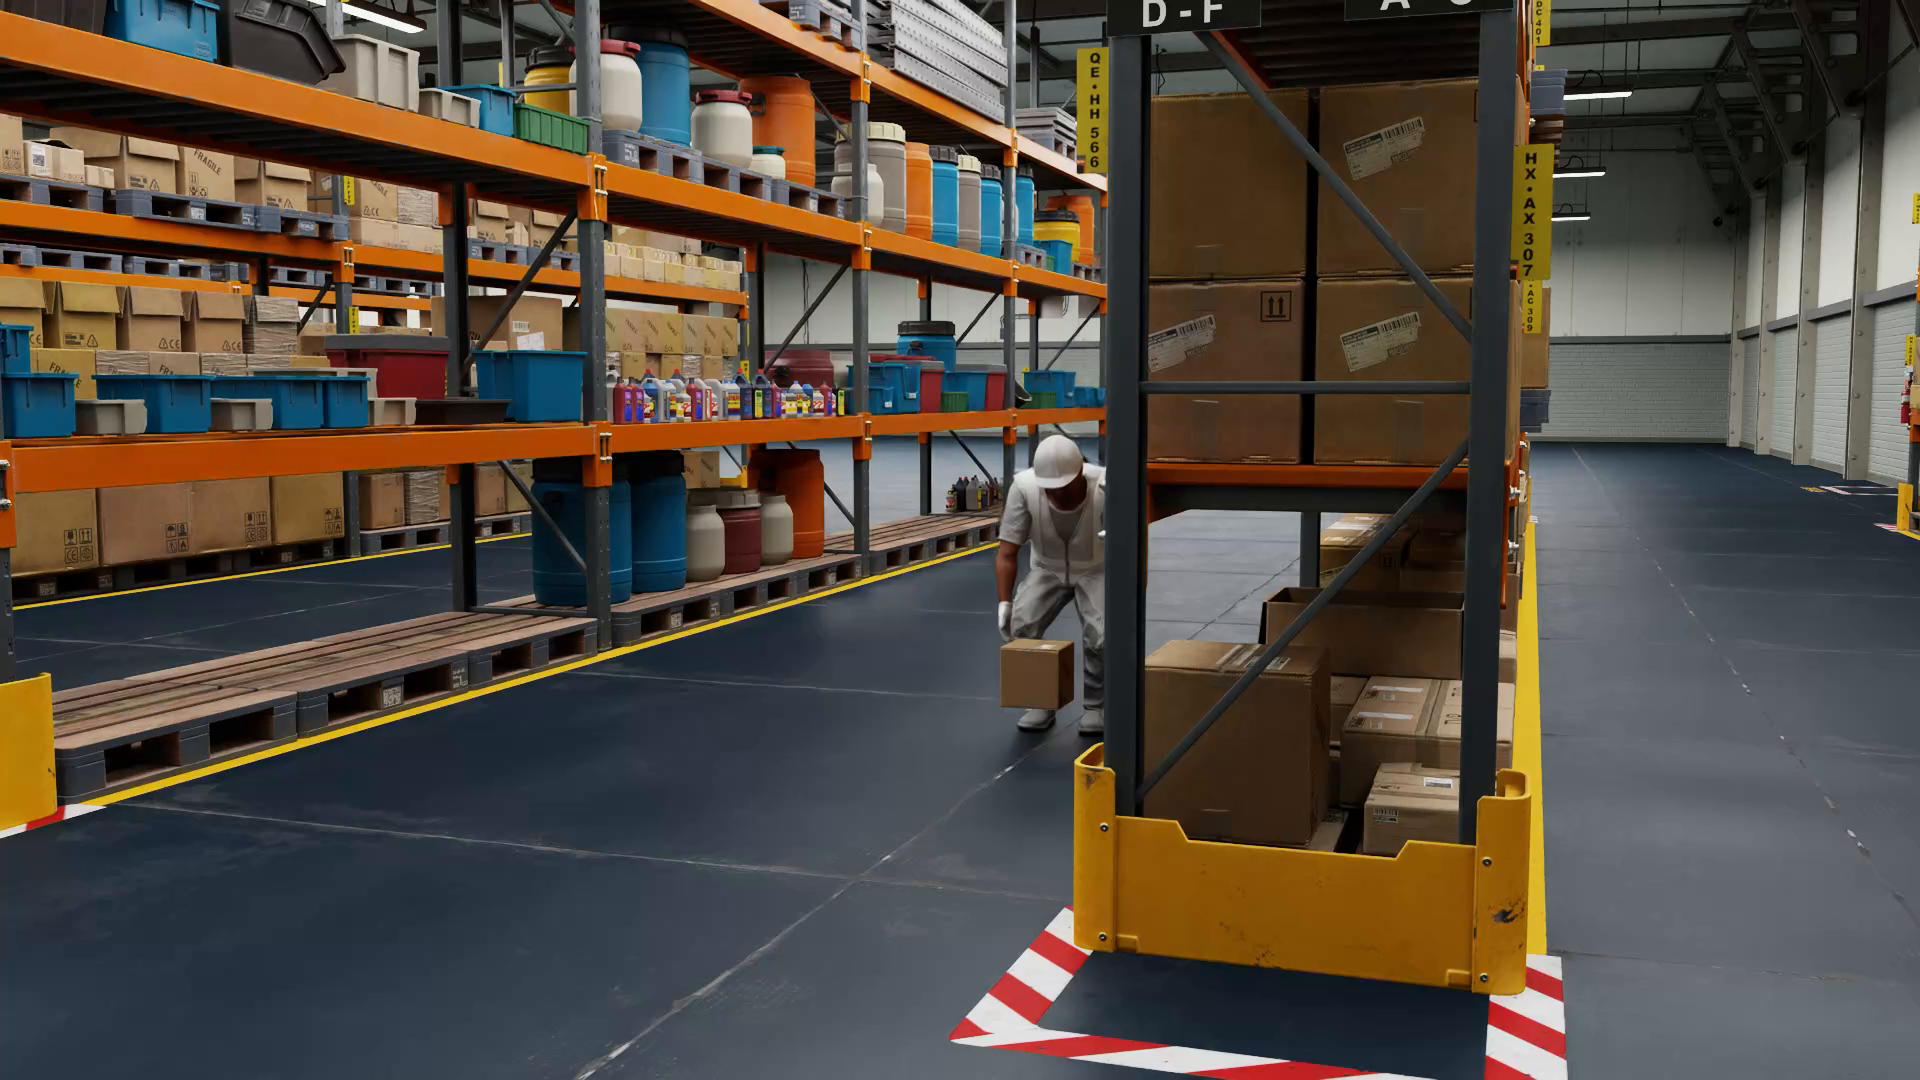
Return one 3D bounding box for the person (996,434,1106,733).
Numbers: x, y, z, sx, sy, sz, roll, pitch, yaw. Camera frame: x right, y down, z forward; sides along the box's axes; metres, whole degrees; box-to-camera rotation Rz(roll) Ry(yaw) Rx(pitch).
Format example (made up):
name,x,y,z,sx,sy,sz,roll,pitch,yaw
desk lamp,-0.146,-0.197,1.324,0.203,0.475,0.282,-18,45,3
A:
name,x,y,z,sx,sy,sz,roll,pitch,yaw
person,0.497,0.191,7.287,0.611,1.322,0.813,2,5,19
